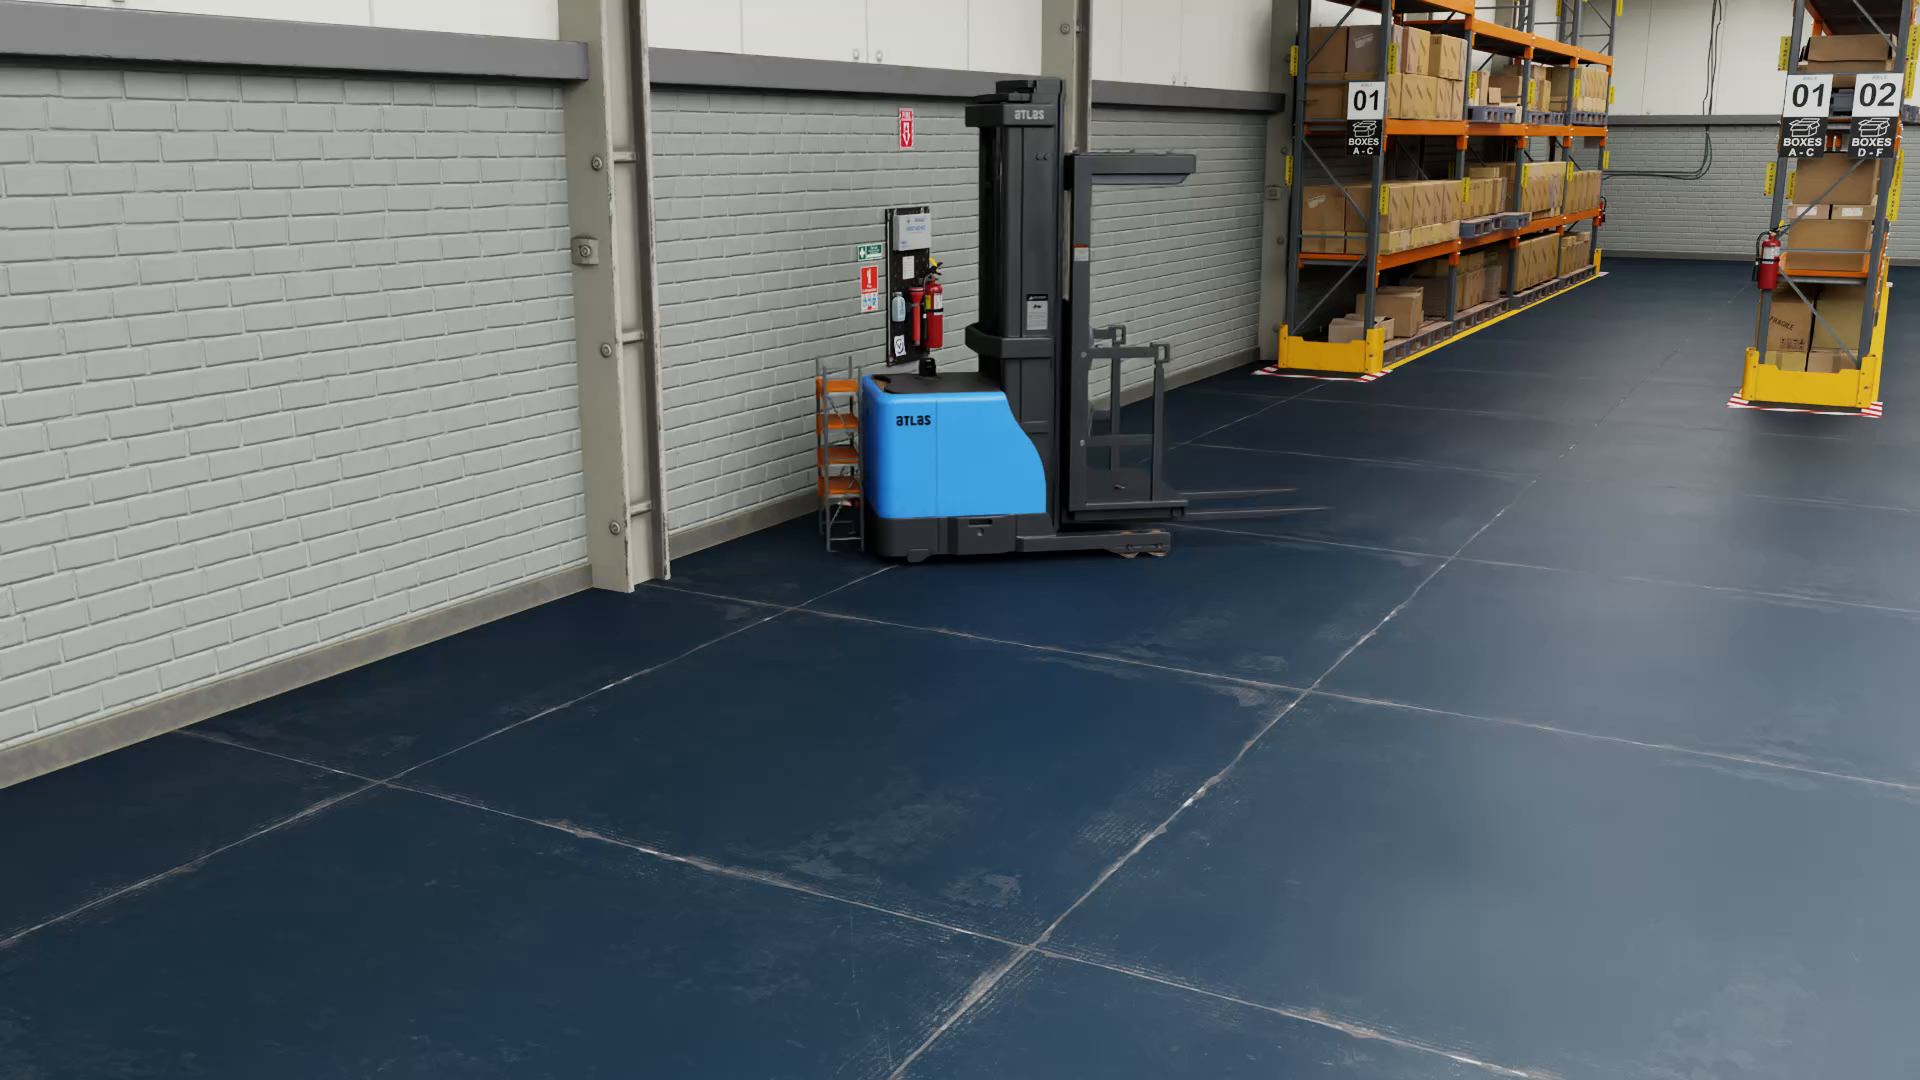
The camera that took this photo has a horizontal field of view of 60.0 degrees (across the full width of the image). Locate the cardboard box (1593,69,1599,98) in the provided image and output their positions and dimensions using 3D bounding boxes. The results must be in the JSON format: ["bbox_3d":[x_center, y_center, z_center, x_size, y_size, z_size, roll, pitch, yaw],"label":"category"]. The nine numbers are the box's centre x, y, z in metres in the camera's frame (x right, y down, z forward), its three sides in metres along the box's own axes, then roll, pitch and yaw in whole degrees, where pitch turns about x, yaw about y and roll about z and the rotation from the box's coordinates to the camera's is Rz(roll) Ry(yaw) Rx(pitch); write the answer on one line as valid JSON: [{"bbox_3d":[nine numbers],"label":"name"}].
[{"bbox_3d":[11.362,-8.321,30.360,0.500,0.500,0.500,7,15,26],"label":"cardboard box"}]

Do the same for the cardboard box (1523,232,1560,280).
[{"bbox_3d":[9.839,-4.899,28.647,0.750,0.750,0.750,8,15,29],"label":"cardboard box"}]

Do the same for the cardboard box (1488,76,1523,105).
[{"bbox_3d":[8.286,-6.893,25.671,0.700,0.500,0.500,6,15,24],"label":"cardboard box"}]

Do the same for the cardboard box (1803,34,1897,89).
[{"bbox_3d":[8.858,-4.764,16.579,0.797,0.503,0.637,9,16,32],"label":"cardboard box"}]

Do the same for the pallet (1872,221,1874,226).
[{"bbox_3d":[13.380,-4.814,25.009,1.003,0.211,1.213,7,15,28],"label":"pallet"}]

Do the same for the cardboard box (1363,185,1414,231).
[{"bbox_3d":[4.980,-3.892,19.455,0.500,0.500,0.500,7,15,28],"label":"cardboard box"}]

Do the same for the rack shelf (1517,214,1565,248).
[{"bbox_3d":[9.073,-5.128,27.441,1.077,0.370,4.000,7,15,28],"label":"rack shelf"}]

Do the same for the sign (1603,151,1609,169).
[{"bbox_3d":[12.441,-7.323,32.032,0.100,0.325,0.005,7,15,28],"label":"sign"}]

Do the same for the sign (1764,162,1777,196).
[{"bbox_3d":[8.108,-3.608,16.625,0.100,0.325,0.005,7,15,28],"label":"sign"}]

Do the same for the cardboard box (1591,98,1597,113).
[{"bbox_3d":[11.354,-7.953,30.431,0.500,0.250,0.500,7,15,26],"label":"cardboard box"}]

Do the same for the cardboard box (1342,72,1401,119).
[{"bbox_3d":[4.619,-4.983,18.648,0.500,0.500,0.500,8,16,30],"label":"cardboard box"}]

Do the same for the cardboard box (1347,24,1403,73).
[{"bbox_3d":[4.637,-5.481,18.577,0.500,0.500,0.500,6,15,24],"label":"cardboard box"}]

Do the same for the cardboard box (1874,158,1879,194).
[{"bbox_3d":[9.816,-4.068,18.525,0.700,0.500,0.500,7,15,28],"label":"cardboard box"}]

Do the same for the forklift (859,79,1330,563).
[{"bbox_3d":[0.890,-1.430,10.713,3.031,2.935,1.130,-2,14,-10],"label":"forklift"}]

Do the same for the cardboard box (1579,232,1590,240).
[{"bbox_3d":[11.820,-5.811,31.792,0.380,0.149,0.250,7,15,27],"label":"cardboard box"}]

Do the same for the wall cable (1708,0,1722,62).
[{"bbox_3d":[17.388,-11.385,34.905,3.097,2.526,0.112,7,15,28],"label":"wall cable"}]

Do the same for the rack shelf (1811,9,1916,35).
[{"bbox_3d":[11.477,-6.469,21.056,1.077,0.370,4.000,7,15,28],"label":"rack shelf"}]

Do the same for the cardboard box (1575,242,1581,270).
[{"bbox_3d":[11.238,-5.337,31.209,0.700,0.500,0.500,7,15,26],"label":"cardboard box"}]

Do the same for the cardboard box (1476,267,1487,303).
[{"bbox_3d":[7.453,-3.820,24.875,0.700,0.500,0.500,7,15,28],"label":"cardboard box"}]

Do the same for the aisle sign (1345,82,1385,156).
[{"bbox_3d":[4.466,-4.642,18.339,0.394,0.787,0.004,7,15,28],"label":"aisle sign"}]

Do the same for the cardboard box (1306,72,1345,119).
[{"bbox_3d":[4.219,-5.057,18.955,0.500,0.500,0.500,9,16,32],"label":"cardboard box"}]

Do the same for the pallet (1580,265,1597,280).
[{"bbox_3d":[11.655,-5.181,32.072,1.003,0.211,1.213,7,15,28],"label":"pallet"}]

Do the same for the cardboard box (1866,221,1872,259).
[{"bbox_3d":[9.560,-3.327,18.220,0.700,0.500,0.500,8,16,30],"label":"cardboard box"}]

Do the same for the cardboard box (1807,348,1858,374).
[{"bbox_3d":[9.031,-1.818,17.146,0.500,0.250,0.500,7,15,28],"label":"cardboard box"}]

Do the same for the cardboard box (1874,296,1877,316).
[{"bbox_3d":[11.175,-2.985,20.791,0.500,0.311,0.500,7,15,27],"label":"cardboard box"}]

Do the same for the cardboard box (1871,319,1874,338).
[{"bbox_3d":[10.922,-2.609,20.425,0.500,0.250,0.500,7,15,27],"label":"cardboard box"}]

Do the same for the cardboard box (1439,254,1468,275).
[{"bbox_3d":[6.972,-3.961,23.859,0.500,0.250,0.500,7,15,26],"label":"cardboard box"}]

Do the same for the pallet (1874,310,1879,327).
[{"bbox_3d":[12.838,-3.301,24.274,1.003,0.211,1.213,7,15,28],"label":"pallet"}]

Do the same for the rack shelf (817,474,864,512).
[{"bbox_3d":[-0.783,-0.309,10.887,0.258,0.148,0.480,-3,14,-10],"label":"rack shelf"}]

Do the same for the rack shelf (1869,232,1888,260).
[{"bbox_3d":[11.477,-3.747,21.712,1.077,0.370,4.000,7,15,28],"label":"rack shelf"}]

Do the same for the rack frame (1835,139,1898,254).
[{"bbox_3d":[16.311,-6.149,30.138,1.000,3.000,0.127,7,15,28],"label":"rack frame"}]

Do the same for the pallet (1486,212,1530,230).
[{"bbox_3d":[7.855,-4.816,25.020,1.213,0.211,1.003,7,15,28],"label":"pallet"}]

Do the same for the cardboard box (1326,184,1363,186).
[{"bbox_3d":[4.532,-3.951,19.698,0.500,0.500,0.500,8,16,29],"label":"cardboard box"}]

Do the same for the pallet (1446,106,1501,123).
[{"bbox_3d":[6.564,-5.729,22.396,1.213,0.211,1.003,7,15,28],"label":"pallet"}]

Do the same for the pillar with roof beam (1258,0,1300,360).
[{"bbox_3d":[7.588,-6.097,17.122,9.100,9.000,0.400,7,15,28],"label":"pillar with roof beam"}]

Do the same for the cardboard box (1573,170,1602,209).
[{"bbox_3d":[11.735,-6.749,31.989,0.980,0.700,0.700,8,16,31],"label":"cardboard box"}]

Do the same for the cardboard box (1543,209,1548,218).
[{"bbox_3d":[9.605,-5.469,27.810,0.380,0.149,0.250,7,15,28],"label":"cardboard box"}]

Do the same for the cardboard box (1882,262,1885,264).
[{"bbox_3d":[14.144,-4.092,26.004,0.500,0.500,0.500,7,15,28],"label":"cardboard box"}]

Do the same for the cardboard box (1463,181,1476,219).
[{"bbox_3d":[6.724,-4.724,23.076,0.700,0.500,0.500,9,16,34],"label":"cardboard box"}]

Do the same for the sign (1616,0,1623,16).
[{"bbox_3d":[12.441,-10.054,31.373,0.100,0.325,0.005,7,15,28],"label":"sign"}]

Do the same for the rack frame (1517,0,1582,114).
[{"bbox_3d":[10.040,-8.805,28.355,1.000,3.000,0.127,7,15,28],"label":"rack frame"}]

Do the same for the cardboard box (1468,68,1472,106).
[{"bbox_3d":[6.506,-6.061,22.265,0.500,0.500,0.500,10,17,36],"label":"cardboard box"}]

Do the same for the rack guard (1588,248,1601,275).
[{"bbox_3d":[11.985,-5.499,32.776,1.175,0.500,0.348,7,15,28],"label":"rack guard"}]

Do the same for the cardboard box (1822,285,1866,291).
[{"bbox_3d":[9.987,-2.594,18.766,0.500,0.500,0.500,7,15,28],"label":"cardboard box"}]

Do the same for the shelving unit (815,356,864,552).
[{"bbox_3d":[-0.784,-0.567,10.825,0.258,1.200,0.503,-3,14,-10],"label":"shelving unit"}]

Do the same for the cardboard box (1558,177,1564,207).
[{"bbox_3d":[10.037,-5.968,28.498,0.500,0.500,0.500,7,15,27],"label":"cardboard box"}]

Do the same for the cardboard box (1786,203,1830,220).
[{"bbox_3d":[8.595,-3.330,16.848,0.380,0.149,0.250,7,15,27],"label":"cardboard box"}]

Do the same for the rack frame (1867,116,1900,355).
[{"bbox_3d":[10.510,-3.687,19.925,1.000,3.000,0.127,7,15,28],"label":"rack frame"}]

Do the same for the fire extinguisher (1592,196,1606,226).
[{"bbox_3d":[12.450,-6.469,32.427,0.296,0.674,0.183,7,15,28],"label":"fire extinguisher"}]

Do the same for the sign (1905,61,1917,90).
[{"bbox_3d":[10.997,-5.372,19.245,0.100,0.325,0.005,7,15,28],"label":"sign"}]

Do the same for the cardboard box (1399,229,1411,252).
[{"bbox_3d":[4.991,-3.536,19.576,0.500,0.250,0.500,7,15,26],"label":"cardboard box"}]
